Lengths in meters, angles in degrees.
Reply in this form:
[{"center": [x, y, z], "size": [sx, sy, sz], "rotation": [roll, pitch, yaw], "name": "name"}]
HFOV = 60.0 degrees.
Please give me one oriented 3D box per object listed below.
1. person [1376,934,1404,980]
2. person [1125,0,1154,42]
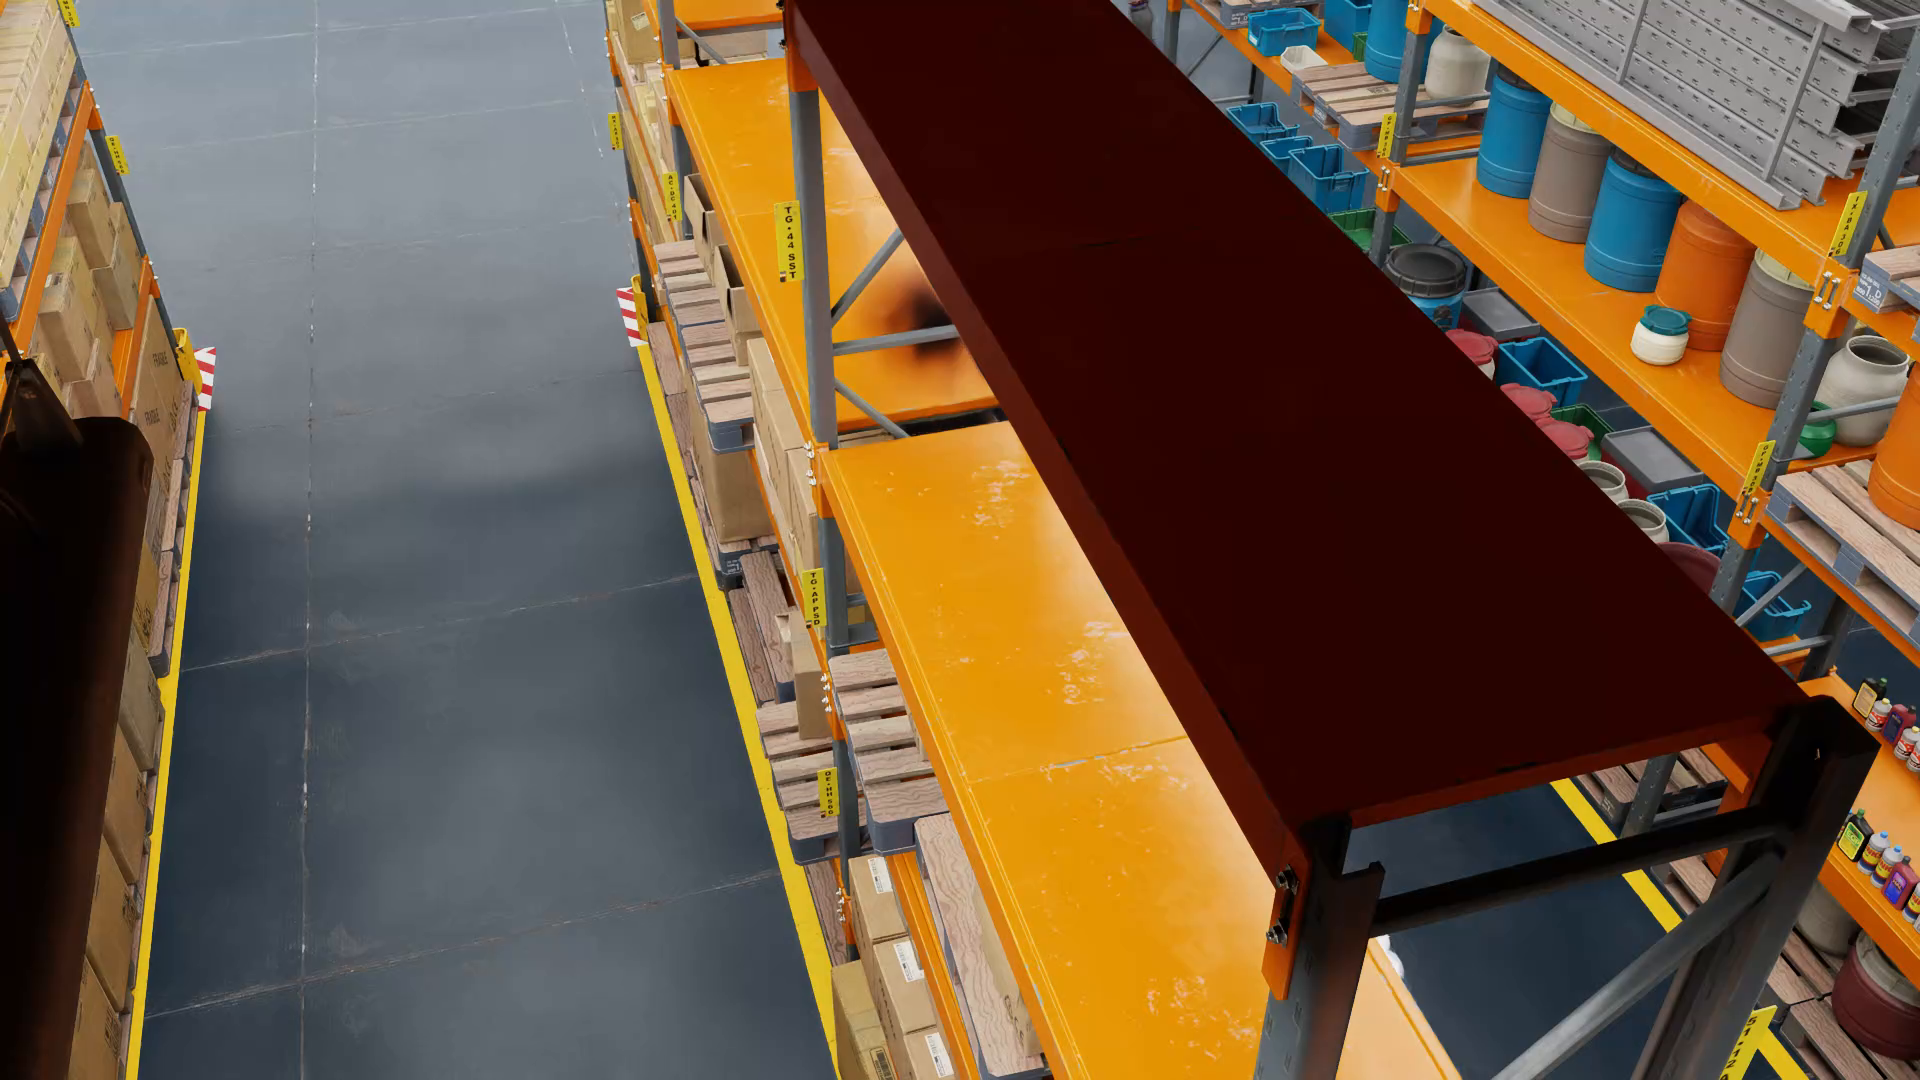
[{"center": [1.765, 2.376, 7.997], "size": [0.627, 1.831, 0.702], "rotation": [-11, 40, -14], "name": "person"}, {"center": [2.065, -5.941, 18.968], "size": [0.929, 1.645, 0.570], "rotation": [4, 39, 5], "name": "person"}]
